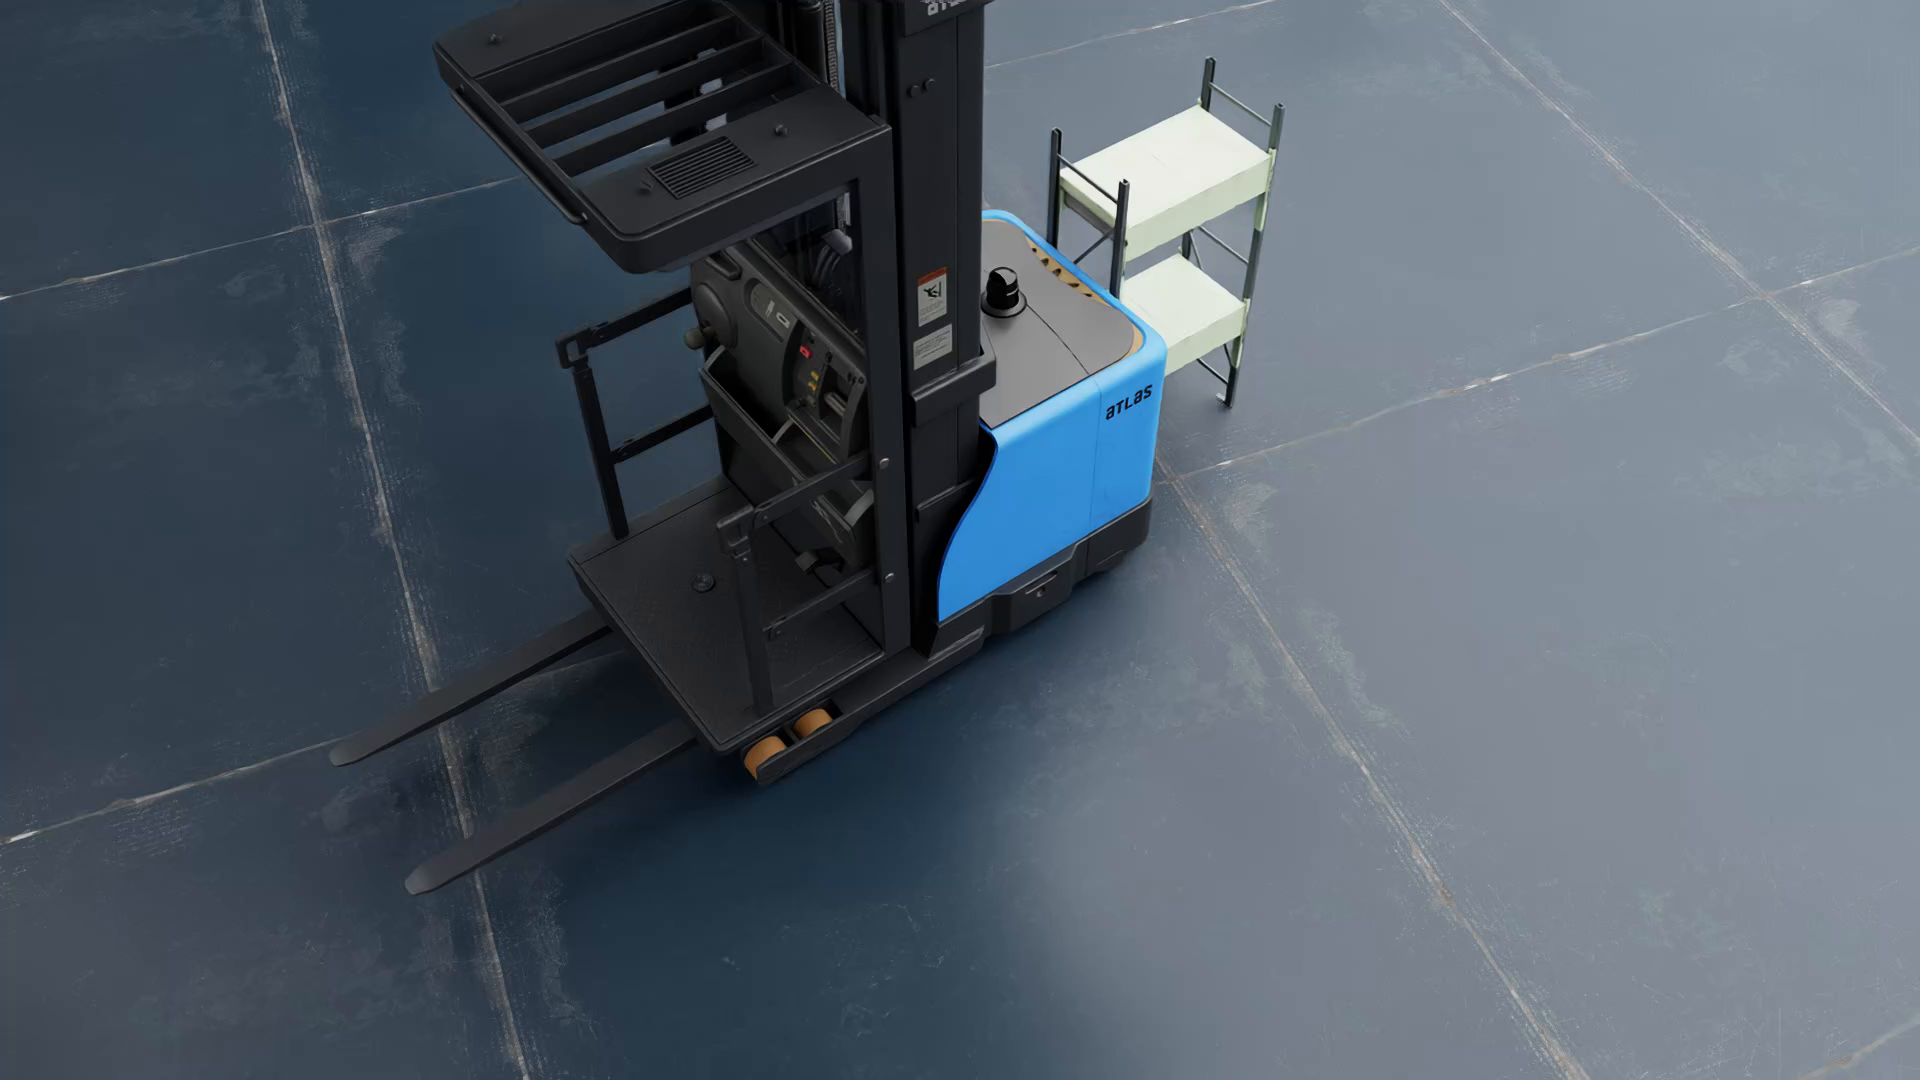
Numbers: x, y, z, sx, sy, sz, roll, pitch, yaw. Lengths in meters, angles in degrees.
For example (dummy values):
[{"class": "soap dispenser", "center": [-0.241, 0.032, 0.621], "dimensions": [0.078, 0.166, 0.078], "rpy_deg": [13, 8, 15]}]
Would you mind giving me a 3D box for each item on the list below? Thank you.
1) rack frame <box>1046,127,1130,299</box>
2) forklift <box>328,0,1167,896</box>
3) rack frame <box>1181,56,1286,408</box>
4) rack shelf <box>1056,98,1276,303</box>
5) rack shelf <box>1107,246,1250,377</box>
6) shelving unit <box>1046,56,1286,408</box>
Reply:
[{"class": "rack frame", "center": [0.451, -0.843, 6.326], "dimensions": [0.023, 1.500, 0.400], "rpy_deg": [-30, 56, -23]}, {"class": "forklift", "center": [-0.744, -0.563, 5.142], "dimensions": [3.031, 2.935, 1.130], "rpy_deg": [-30, 56, -23]}, {"class": "rack frame", "center": [1.036, -1.176, 6.612], "dimensions": [0.023, 1.500, 0.400], "rpy_deg": [-30, 56, -23]}, {"class": "rack shelf", "center": [0.743, -1.264, 6.173], "dimensions": [0.720, 0.370, 0.431], "rpy_deg": [-30, 56, -23]}, {"class": "rack shelf", "center": [0.743, -0.797, 6.716], "dimensions": [0.720, 0.370, 0.431], "rpy_deg": [-30, 56, -23]}, {"class": "shelving unit", "center": [0.743, -1.009, 6.469], "dimensions": [0.755, 1.500, 0.431], "rpy_deg": [-30, 56, -23]}]
